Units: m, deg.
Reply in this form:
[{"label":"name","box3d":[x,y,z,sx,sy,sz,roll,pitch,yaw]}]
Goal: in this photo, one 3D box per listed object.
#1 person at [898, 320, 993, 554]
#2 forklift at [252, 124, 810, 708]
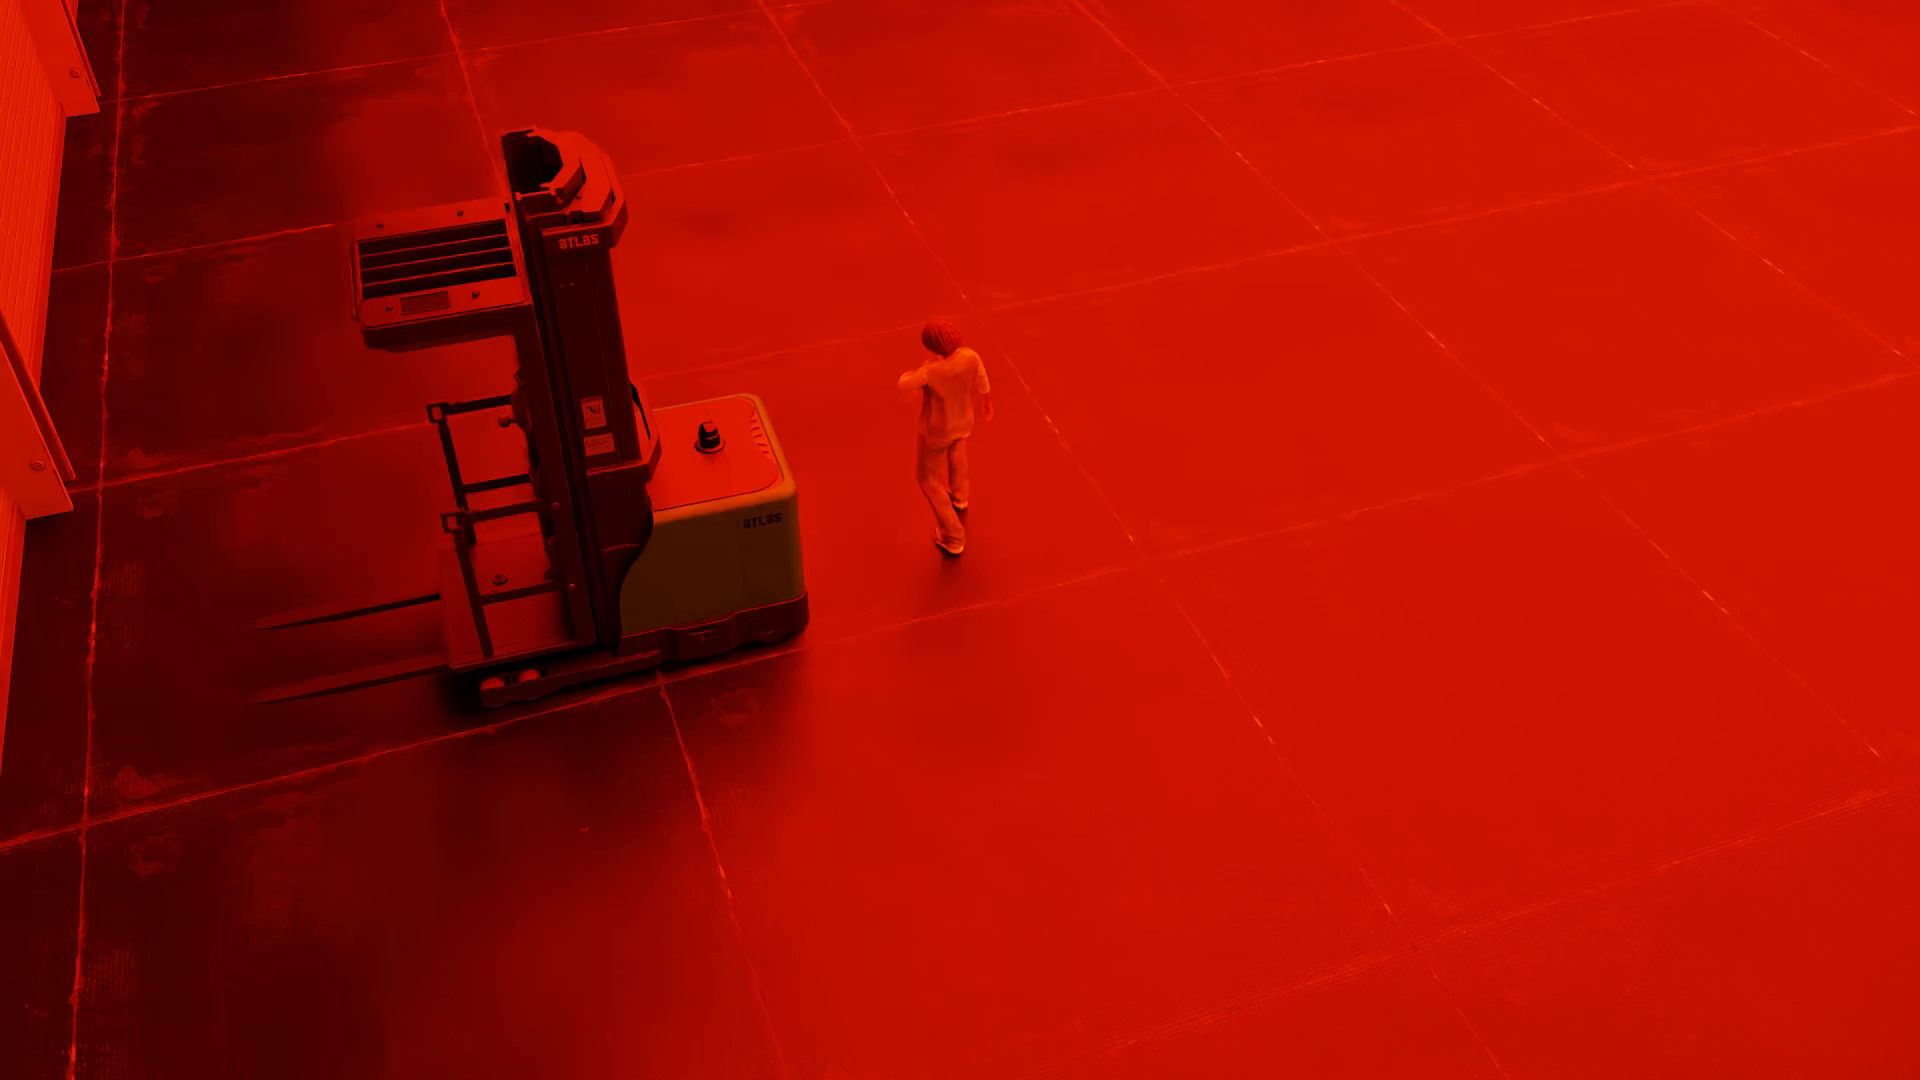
[{"label":"person","box3d":[-0.060,-0.742,9.981,0.575,1.516,0.757,-27,47,-28]},{"label":"forklift","box3d":[-2.444,-0.583,8.691,3.031,2.935,1.130,-12,41,-14]}]
